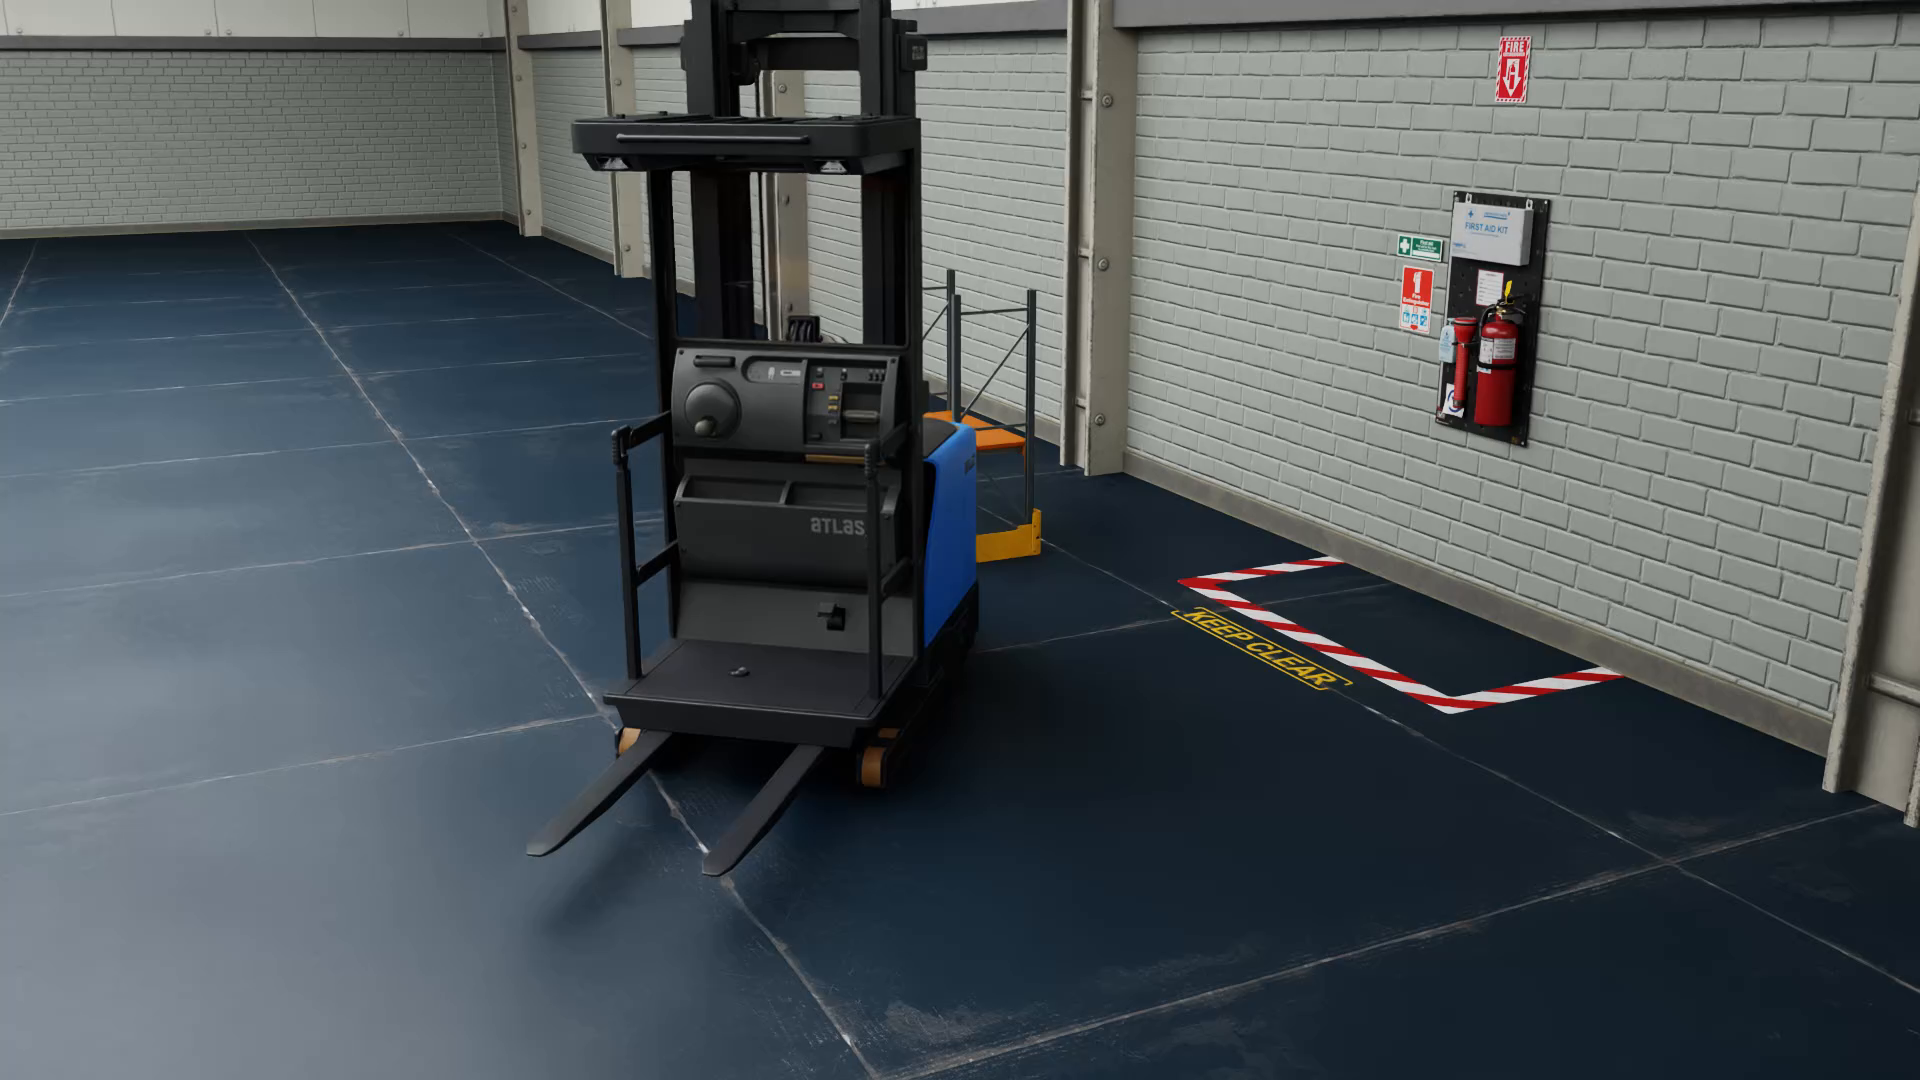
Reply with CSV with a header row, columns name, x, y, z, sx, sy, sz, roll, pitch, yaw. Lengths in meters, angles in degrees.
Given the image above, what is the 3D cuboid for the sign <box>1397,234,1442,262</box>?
name,x,y,z,sx,sy,sz,roll,pitch,yaw
sign,2.344,-1.491,8.485,0.001,0.109,0.331,-8,18,-25

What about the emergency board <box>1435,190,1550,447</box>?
name,x,y,z,sx,sy,sz,roll,pitch,yaw
emergency board,2.499,-1.072,8.049,0.194,1.169,0.643,-8,18,-25

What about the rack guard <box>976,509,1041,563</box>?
name,x,y,z,sx,sy,sz,roll,pitch,yaw
rack guard,0.185,-0.016,9.352,0.587,0.250,0.087,-8,18,-25

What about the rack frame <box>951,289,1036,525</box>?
name,x,y,z,sx,sy,sz,roll,pitch,yaw
rack frame,0.185,-0.616,9.178,0.500,1.500,0.032,-8,18,-25

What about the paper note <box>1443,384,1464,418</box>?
name,x,y,z,sx,sy,sz,roll,pitch,yaw
paper note,2.484,-0.701,8.353,0.016,0.148,0.142,-8,18,-25

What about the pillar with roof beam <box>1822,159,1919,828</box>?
name,x,y,z,sx,sy,sz,roll,pitch,yaw
pillar with roof beam,-0.322,-2.818,3.257,9.100,9.000,0.400,-8,18,-25

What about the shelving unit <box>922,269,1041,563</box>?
name,x,y,z,sx,sy,sz,roll,pitch,yaw
shelving unit,-0.033,-0.740,9.610,0.587,1.500,1.083,-8,18,-25

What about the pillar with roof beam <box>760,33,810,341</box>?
name,x,y,z,sx,sy,sz,roll,pitch,yaw
pillar with roof beam,-5.579,-5.794,13.626,9.100,9.000,0.400,-8,18,-25

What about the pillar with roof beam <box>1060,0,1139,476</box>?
name,x,y,z,sx,sy,sz,roll,pitch,yaw
pillar with roof beam,-2.951,-4.306,8.442,9.100,9.000,0.400,-8,18,-25

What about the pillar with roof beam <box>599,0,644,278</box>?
name,x,y,z,sx,sy,sz,roll,pitch,yaw
pillar with roof beam,-8.208,-7.282,18.810,9.100,9.000,0.400,-8,18,-25

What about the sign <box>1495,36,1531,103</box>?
name,x,y,z,sx,sy,sz,roll,pitch,yaw
sign,2.585,-2.201,7.778,0.001,0.298,0.199,-8,18,-25

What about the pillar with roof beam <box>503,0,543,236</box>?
name,x,y,z,sx,sy,sz,roll,pitch,yaw
pillar with roof beam,-10.837,-8.769,23.995,9.100,9.000,0.400,-8,18,-25

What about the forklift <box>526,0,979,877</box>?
name,x,y,z,sx,sy,sz,roll,pitch,yaw
forklift,-0.743,-0.563,6.399,1.130,2.935,3.031,4,16,13

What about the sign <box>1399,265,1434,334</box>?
name,x,y,z,sx,sy,sz,roll,pitch,yaw
sign,2.350,-1.239,8.565,0.001,0.329,0.234,-8,18,-25

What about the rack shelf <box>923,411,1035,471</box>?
name,x,y,z,sx,sy,sz,roll,pitch,yaw
rack shelf,-0.037,-0.569,9.667,0.538,0.185,1.000,-8,18,-25

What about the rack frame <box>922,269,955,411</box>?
name,x,y,z,sx,sy,sz,roll,pitch,yaw
rack frame,-0.260,-0.868,10.057,0.500,1.500,0.032,-8,18,-25
